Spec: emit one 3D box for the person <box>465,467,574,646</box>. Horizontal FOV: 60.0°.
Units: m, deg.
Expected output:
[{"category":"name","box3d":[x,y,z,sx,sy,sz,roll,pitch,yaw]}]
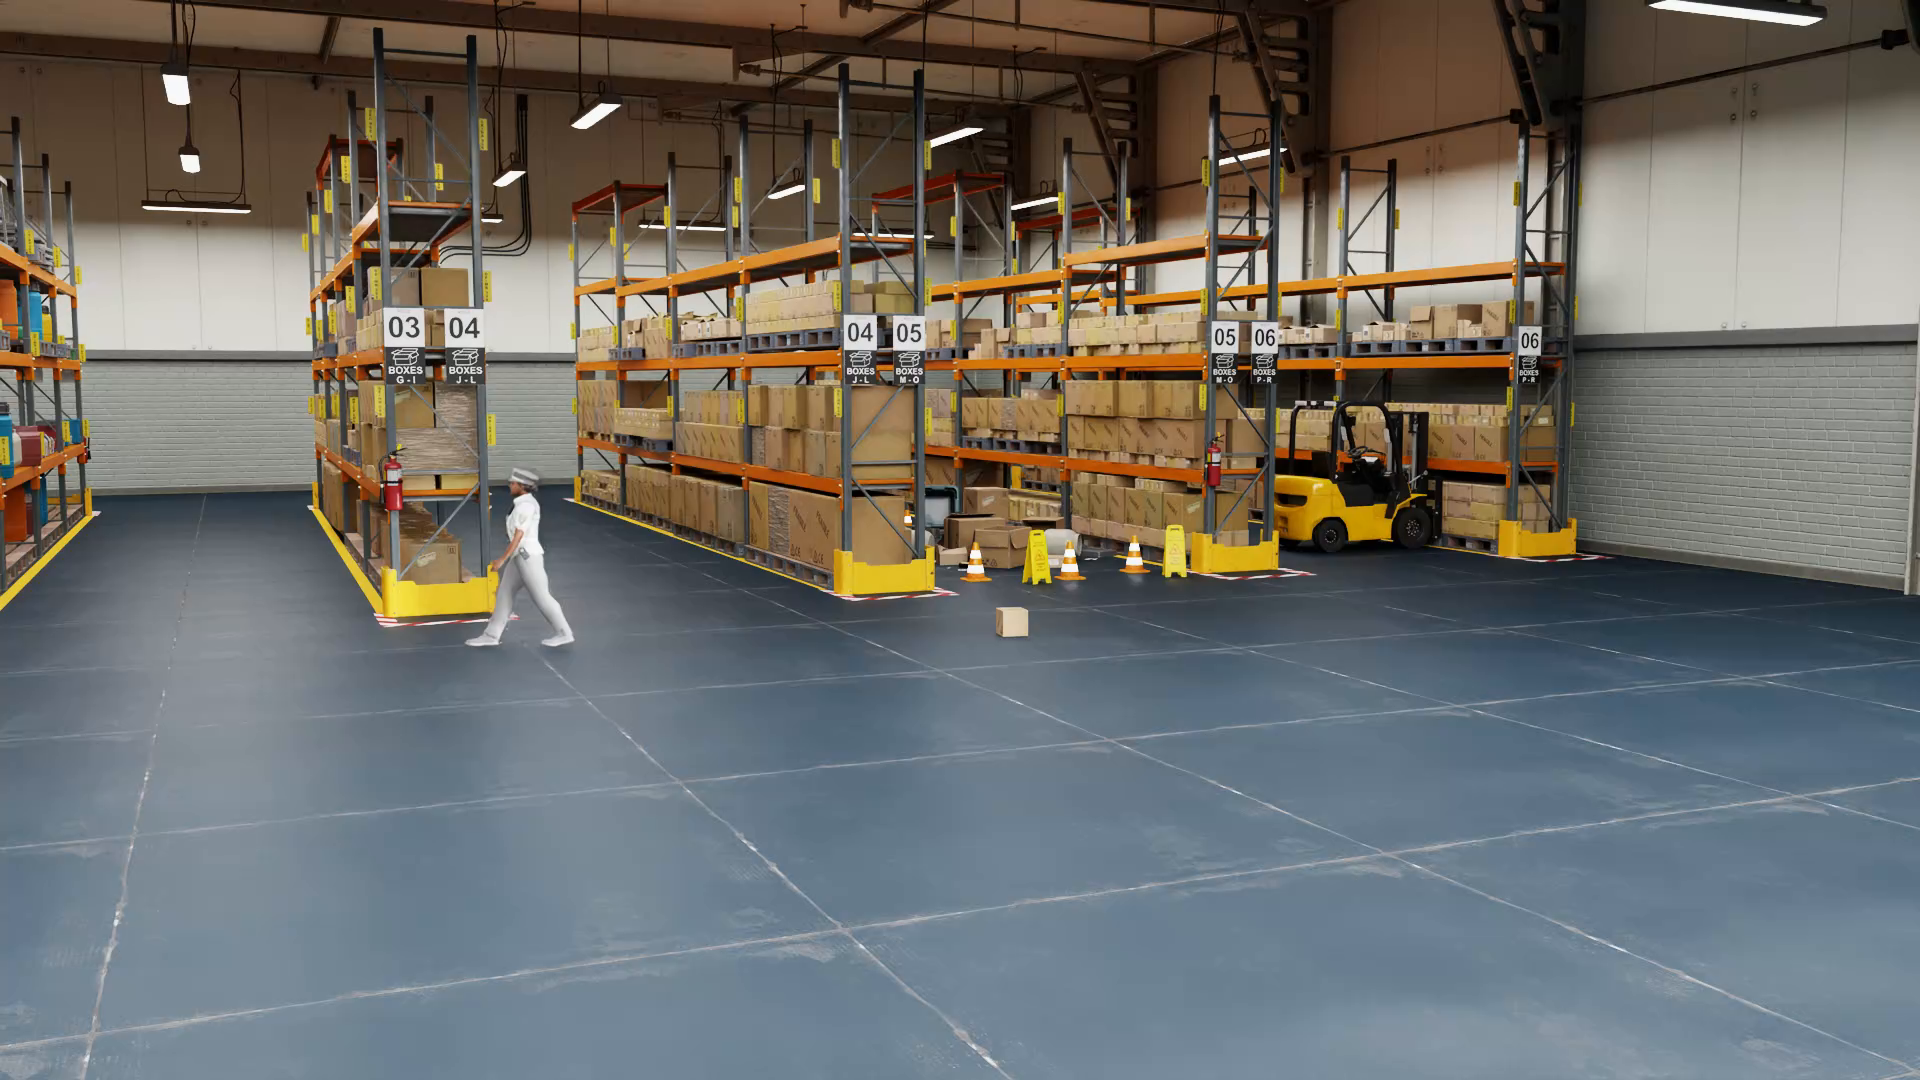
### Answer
[{"category":"person","box3d":[-4.017,0.156,15.097,0.954,1.633,0.455,-2,6,-18]}]
